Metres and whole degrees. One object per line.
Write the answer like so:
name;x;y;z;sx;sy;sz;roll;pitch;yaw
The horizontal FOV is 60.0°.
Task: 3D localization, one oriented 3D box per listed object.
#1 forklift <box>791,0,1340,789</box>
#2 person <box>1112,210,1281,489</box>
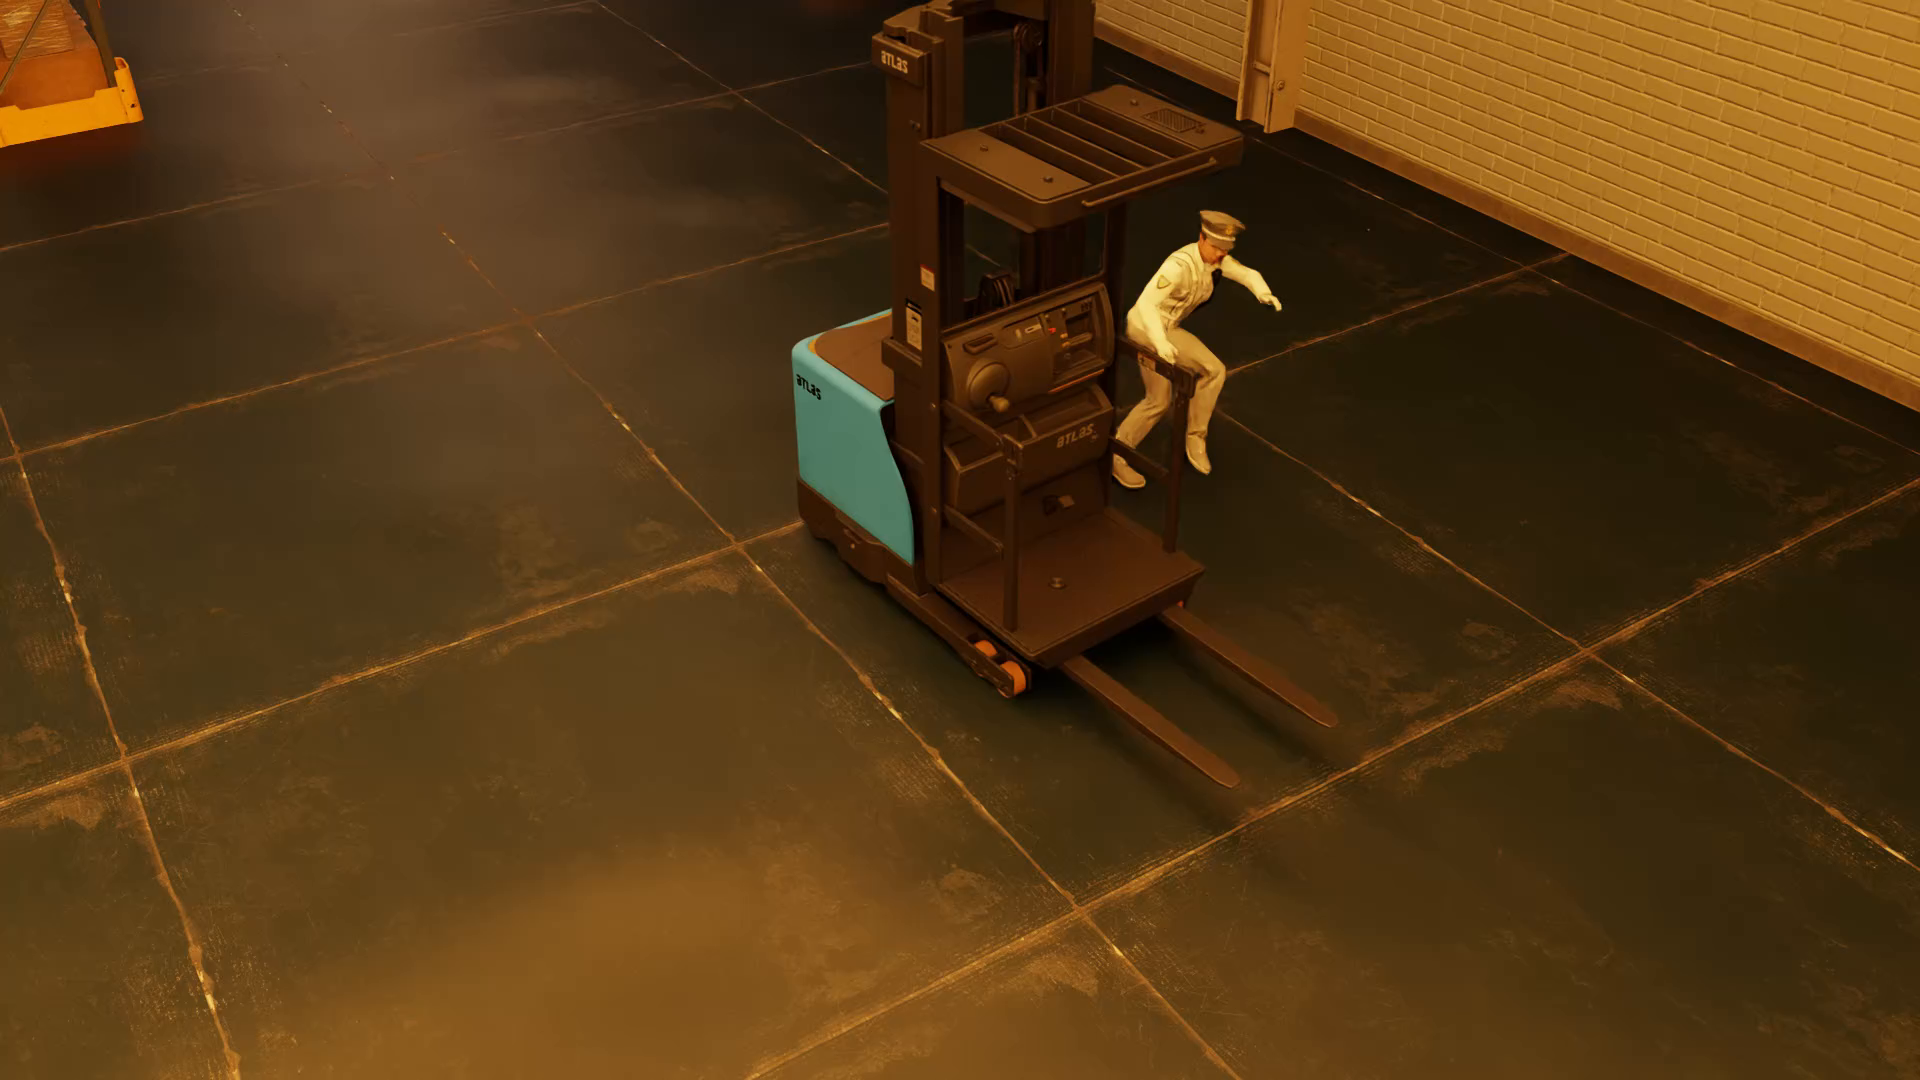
forklift;0.451;-0.798;7.283;1.130;2.935;3.031;-24;42;-30
person;1.252;-1.035;8.908;0.836;1.432;0.916;13;37;17
